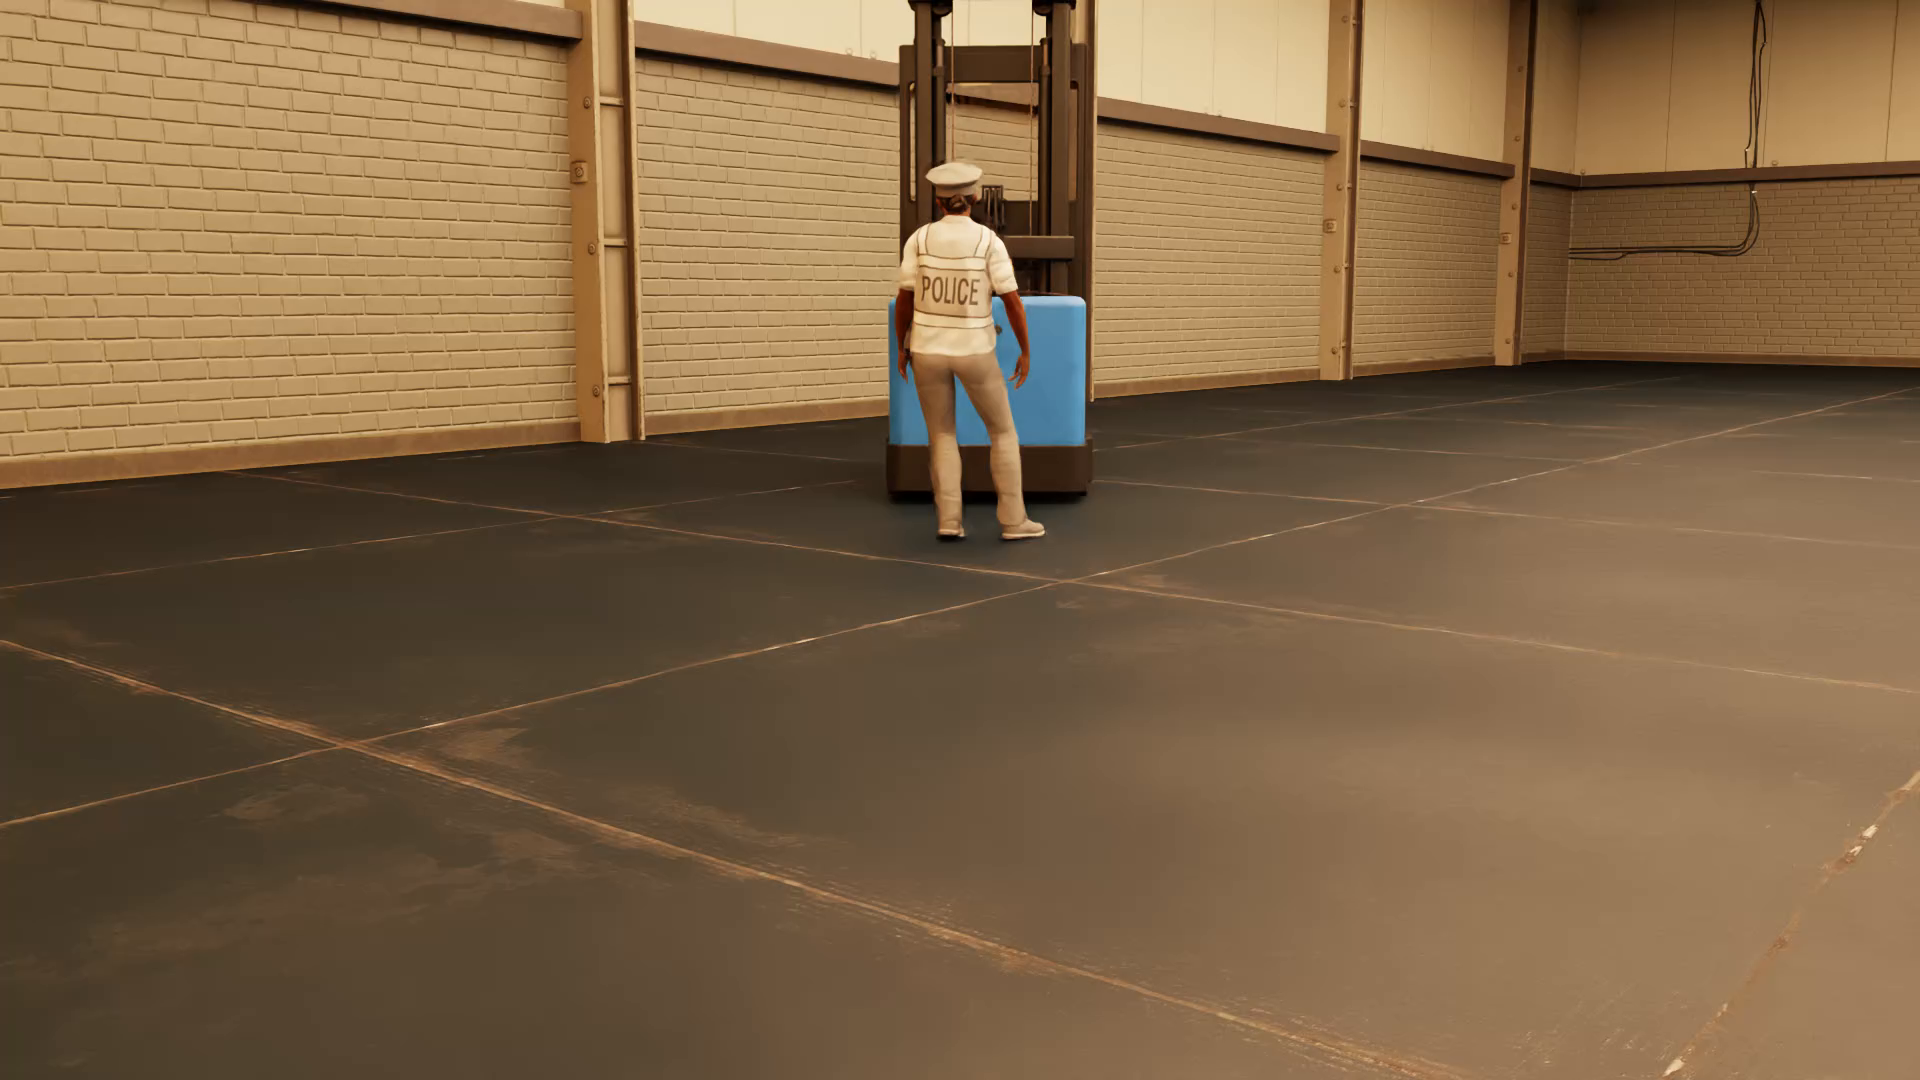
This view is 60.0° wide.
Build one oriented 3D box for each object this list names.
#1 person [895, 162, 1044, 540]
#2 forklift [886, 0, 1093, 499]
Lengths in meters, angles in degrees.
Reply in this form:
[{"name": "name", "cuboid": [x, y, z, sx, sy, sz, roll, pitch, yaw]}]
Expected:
[{"name": "person", "cuboid": [0.038, -0.822, 7.369, 0.662, 1.670, 0.438, 1, 8, 7]}, {"name": "forklift", "cuboid": [0.205, -1.848, 9.913, 1.130, 2.935, 3.031, 0, 8, 3]}]
